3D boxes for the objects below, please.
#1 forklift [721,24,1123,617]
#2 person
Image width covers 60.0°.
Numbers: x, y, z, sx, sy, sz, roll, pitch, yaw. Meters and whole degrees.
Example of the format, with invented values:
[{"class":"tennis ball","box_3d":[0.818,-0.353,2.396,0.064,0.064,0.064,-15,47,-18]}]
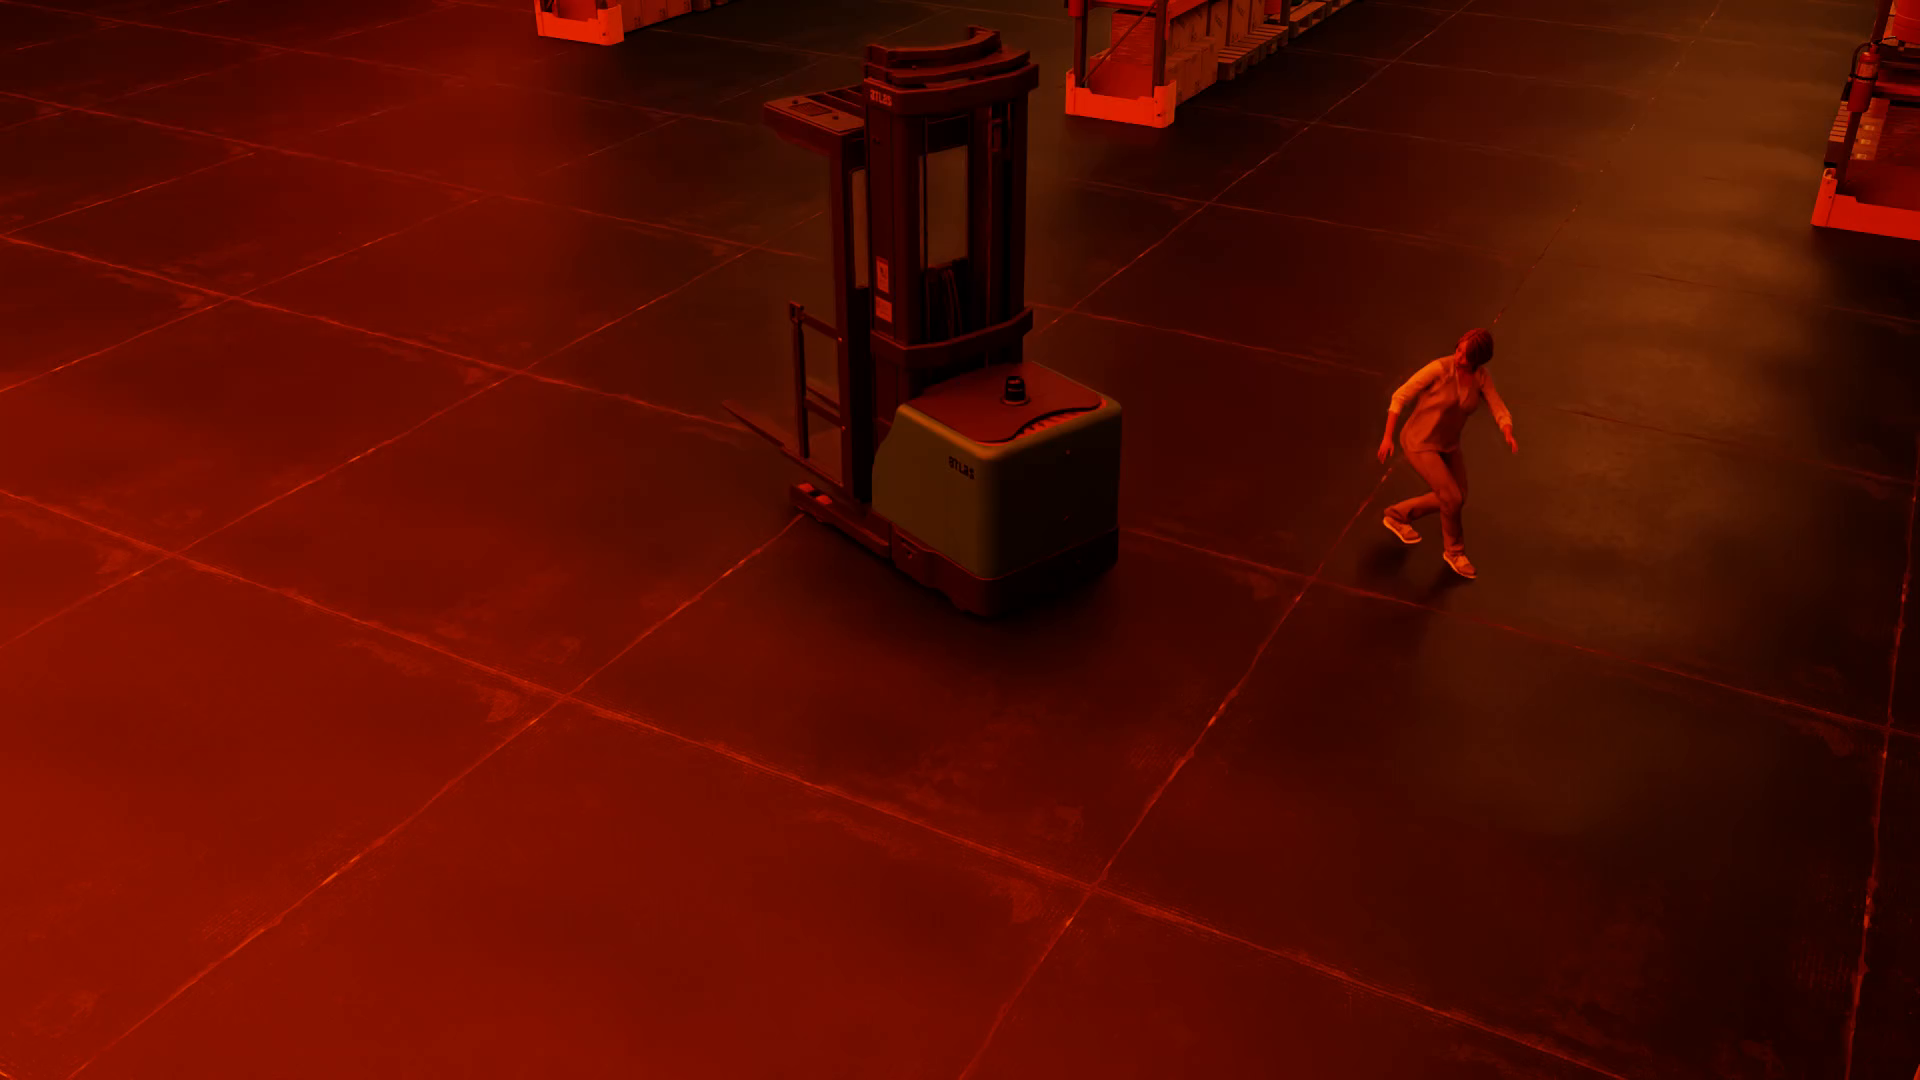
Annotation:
[{"class":"forklift","box_3d":[-0.398,-1.517,9.699,1.130,2.935,3.031,-22,37,-33]},{"class":"person","box_3d":[2.726,-0.475,9.391,0.731,1.464,0.773,-16,34,-26]}]
